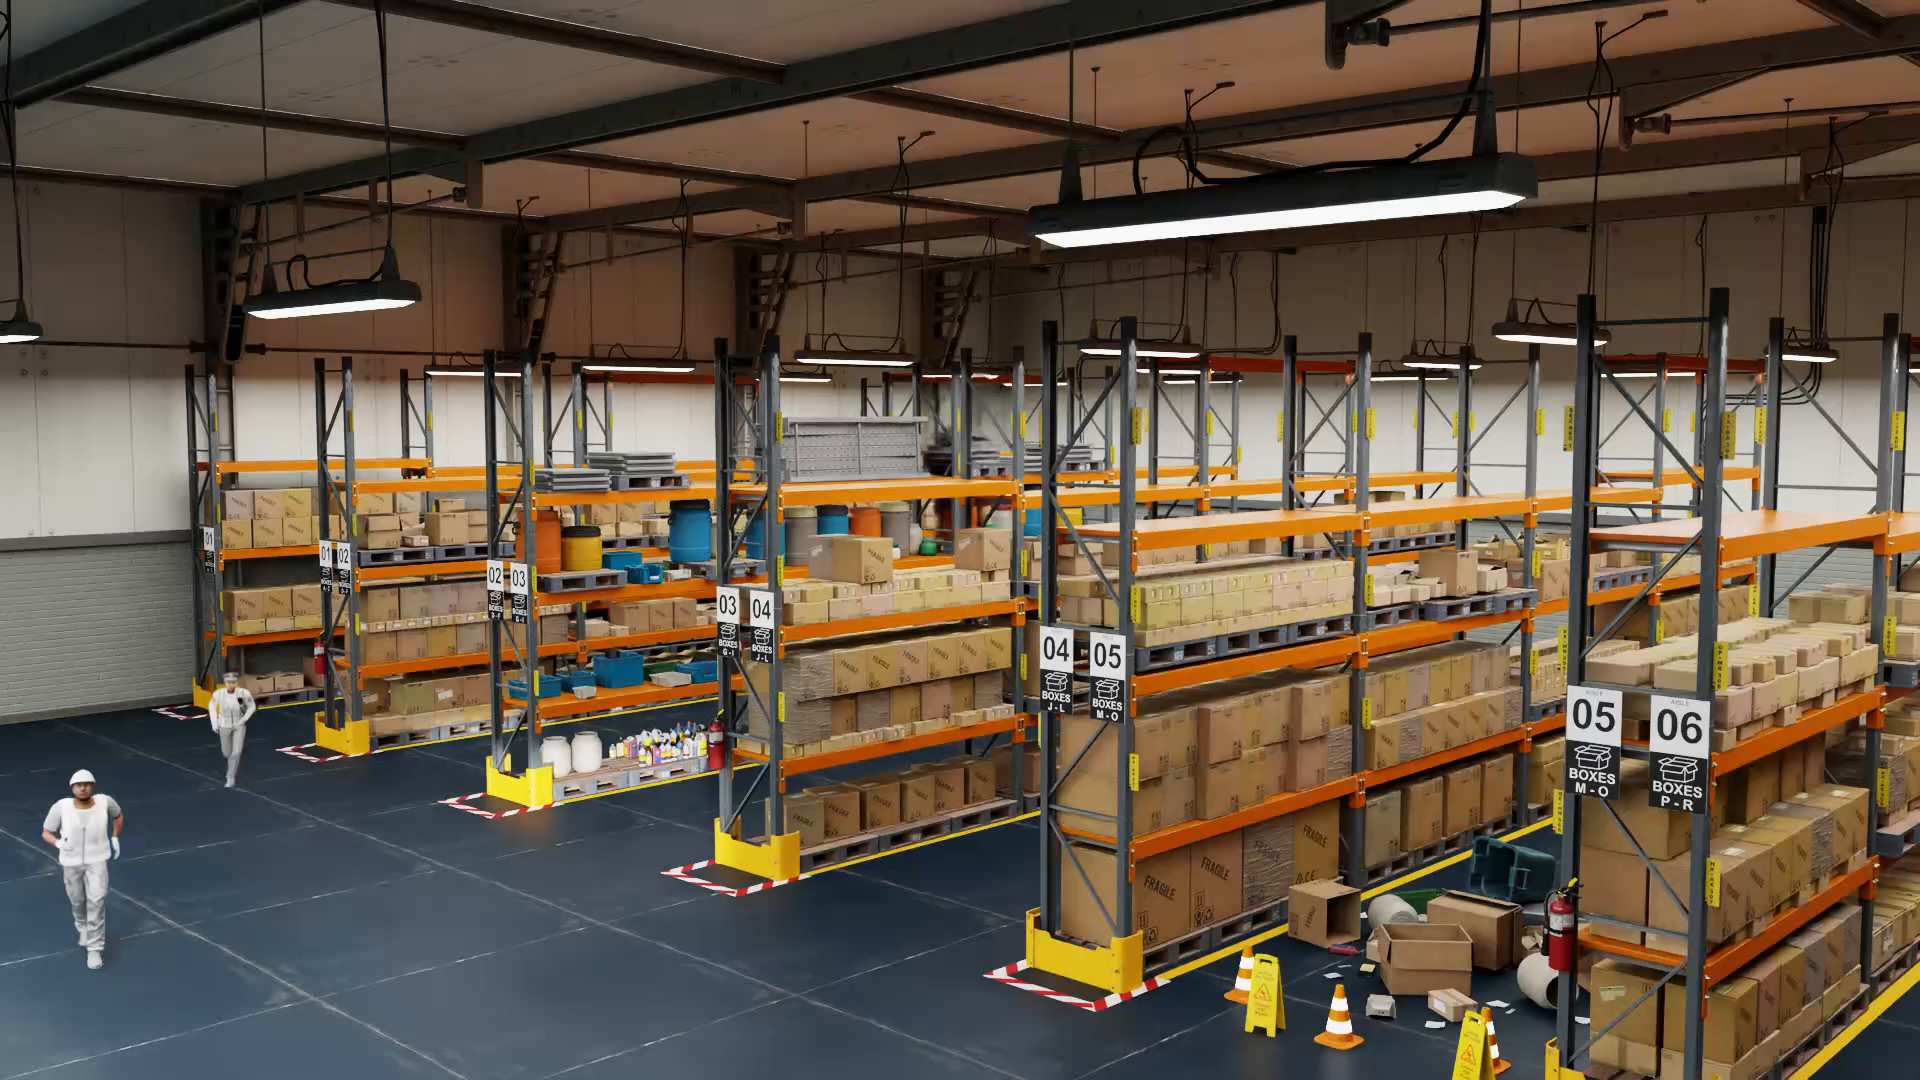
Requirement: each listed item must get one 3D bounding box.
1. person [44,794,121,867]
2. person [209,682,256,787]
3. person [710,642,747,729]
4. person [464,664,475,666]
[{"bbox_3d":[-8.298,2.738,15.721,0.636,0.634,0.458,-2,5,-23],"label":"person"},{"bbox_3d":[-10.127,2.622,23.165,0.601,1.564,0.701,-2,5,-26],"label":"person"},{"bbox_3d":[-3.705,2.265,26.789,0.650,1.729,0.752,4,6,40],"label":"person"},{"bbox_3d":[-8.697,2.133,29.366,0.469,1.559,0.549,3,5,33],"label":"person"}]
